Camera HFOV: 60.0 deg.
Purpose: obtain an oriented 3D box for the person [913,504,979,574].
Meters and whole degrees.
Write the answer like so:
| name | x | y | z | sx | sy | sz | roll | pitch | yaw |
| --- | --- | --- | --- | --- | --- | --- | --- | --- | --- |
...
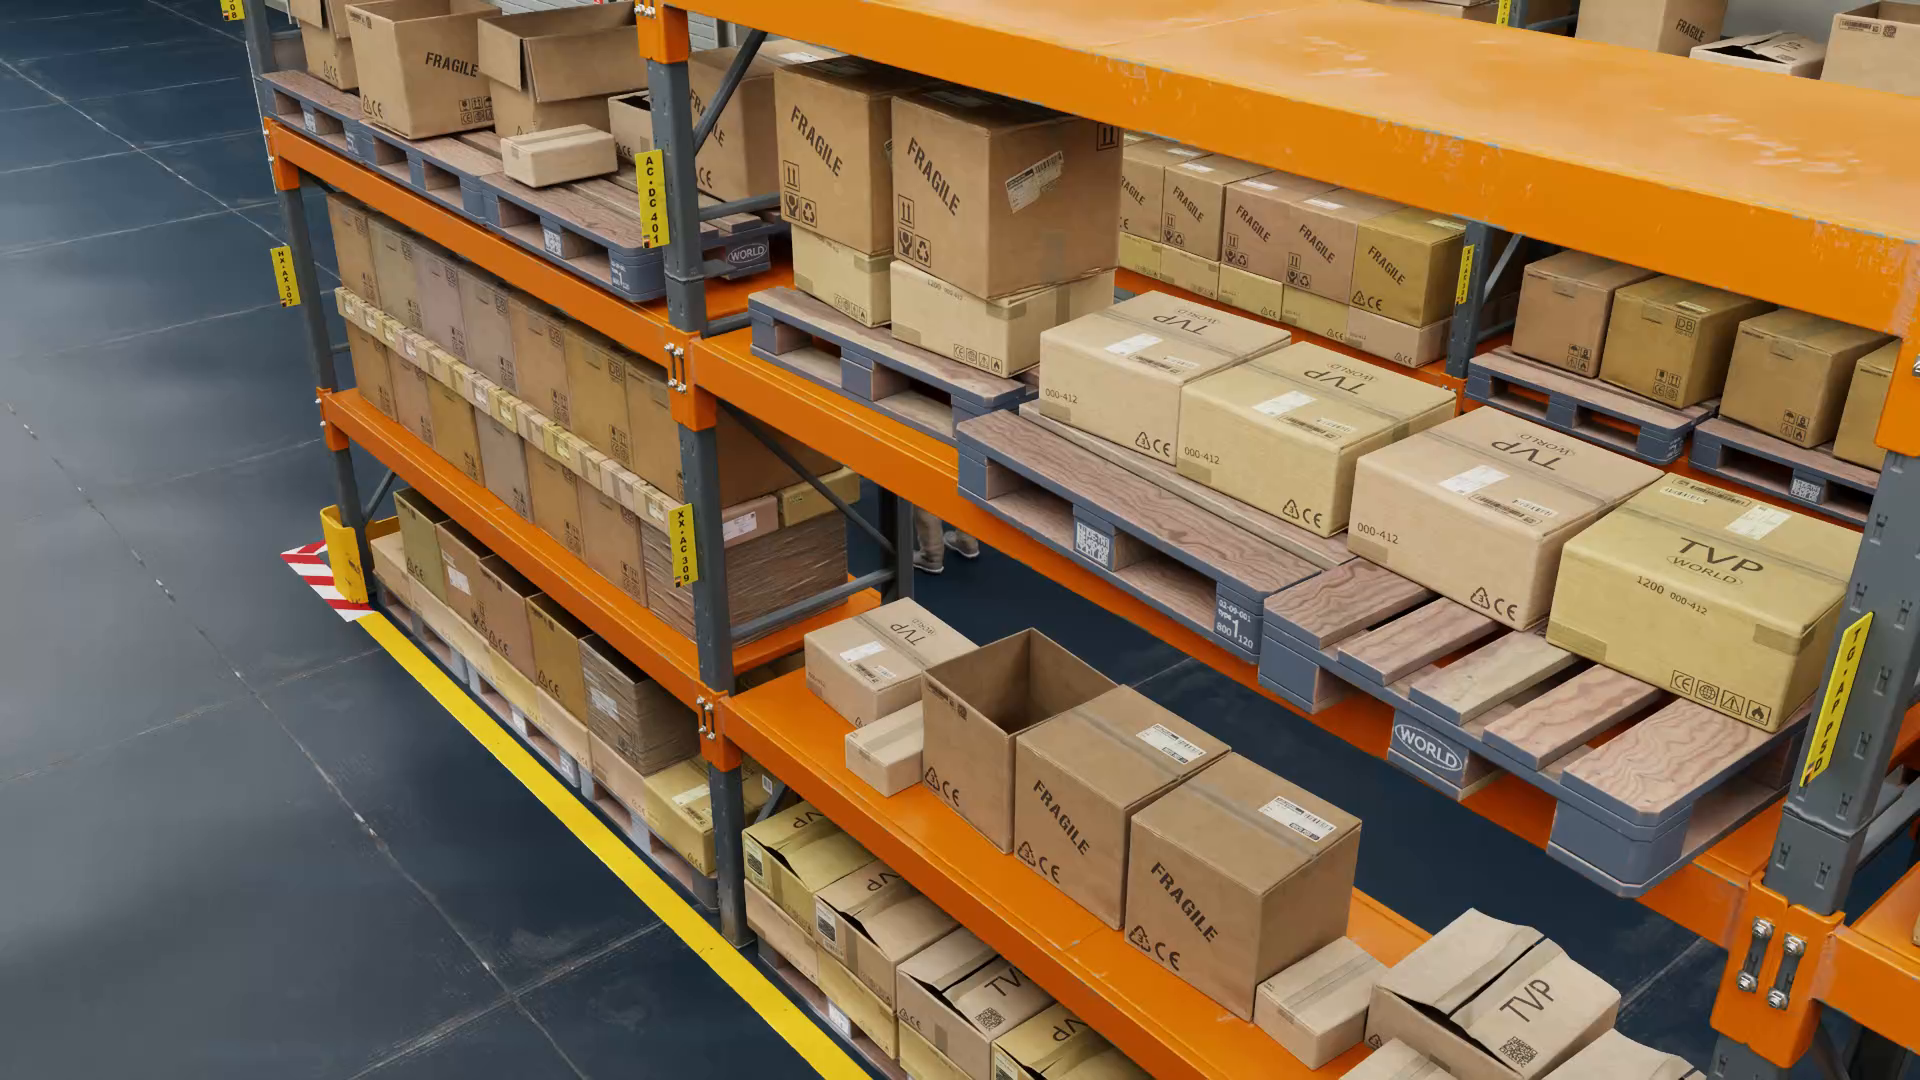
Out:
| name | x | y | z | sx | sy | sz | roll | pitch | yaw |
| --- | --- | --- | --- | --- | --- | --- | --- | --- | --- |
| person | -0.117 | -0.637 | 9.833 | 0.584 | 1.727 | 0.391 | -22 | 35 | -35 |
